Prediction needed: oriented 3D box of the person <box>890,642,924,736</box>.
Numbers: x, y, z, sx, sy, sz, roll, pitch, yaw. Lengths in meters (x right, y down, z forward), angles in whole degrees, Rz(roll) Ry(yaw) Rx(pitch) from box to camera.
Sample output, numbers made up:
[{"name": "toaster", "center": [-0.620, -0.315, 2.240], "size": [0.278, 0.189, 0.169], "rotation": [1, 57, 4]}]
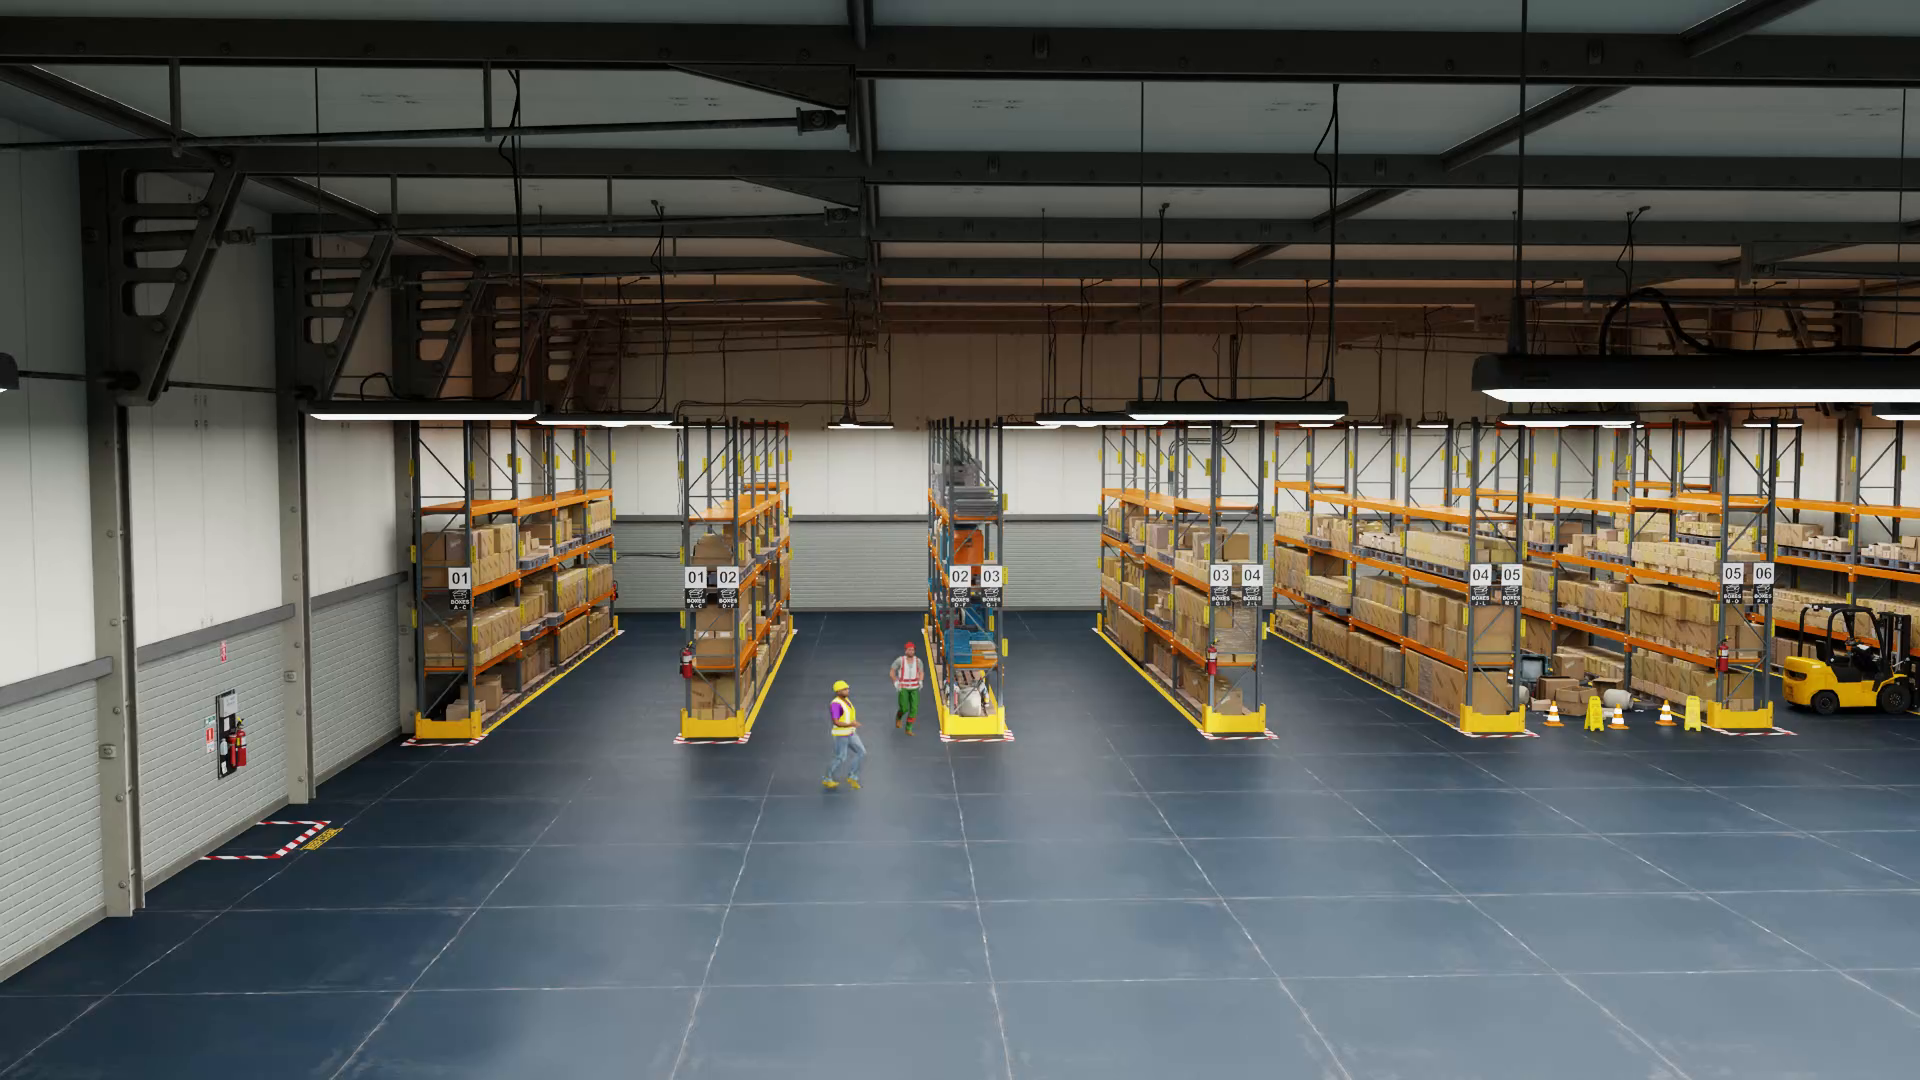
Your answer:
[{"name": "person", "center": [-0.987, 2.808, 31.454], "size": [0.663, 1.769, 0.610], "rotation": [-1, 4, -18]}]

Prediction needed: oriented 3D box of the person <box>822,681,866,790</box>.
[{"name": "person", "center": [-1.851, 3.130, 26.577], "size": [0.734, 1.790, 0.707], "rotation": [2, 4, 22]}]

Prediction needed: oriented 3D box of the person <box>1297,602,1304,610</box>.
[{"name": "person", "center": [10.161, 1.670, 48.848], "size": [0.646, 1.697, 0.725], "rotation": [3, 5, 38]}]
